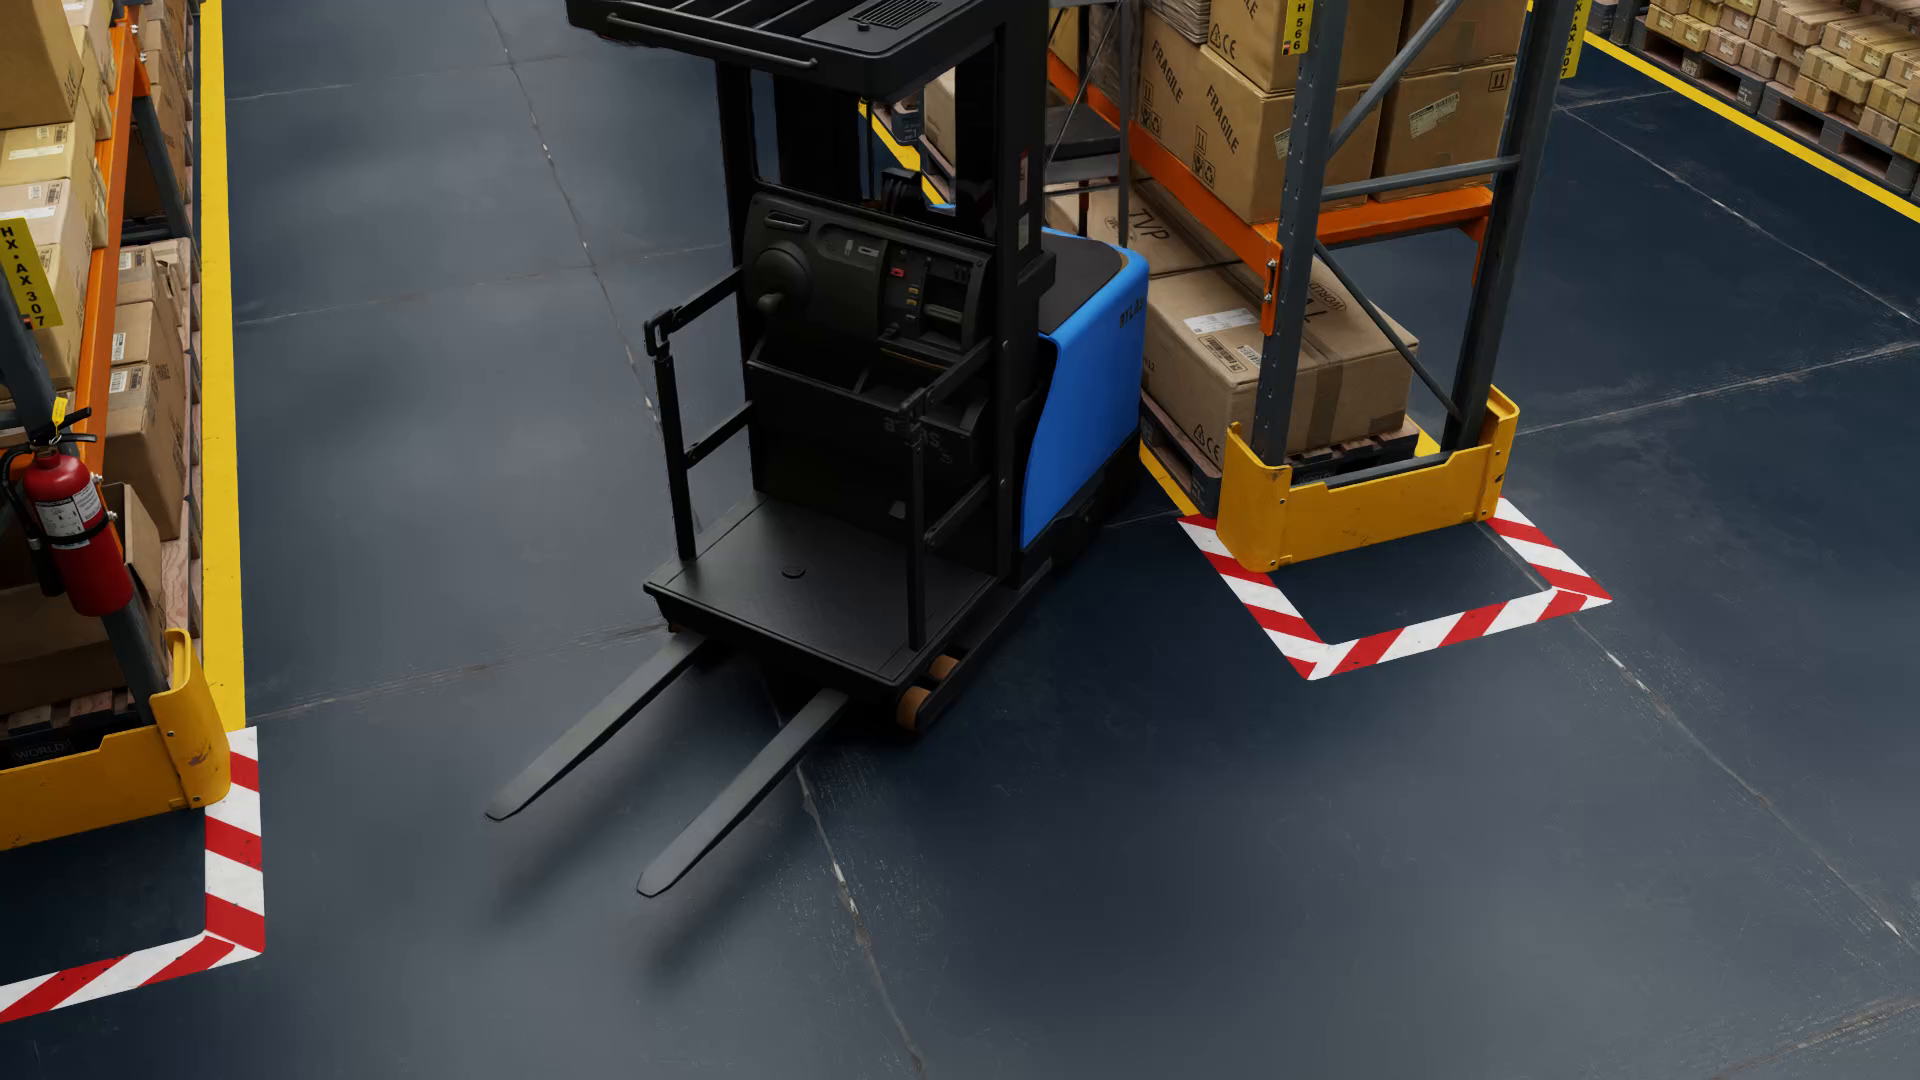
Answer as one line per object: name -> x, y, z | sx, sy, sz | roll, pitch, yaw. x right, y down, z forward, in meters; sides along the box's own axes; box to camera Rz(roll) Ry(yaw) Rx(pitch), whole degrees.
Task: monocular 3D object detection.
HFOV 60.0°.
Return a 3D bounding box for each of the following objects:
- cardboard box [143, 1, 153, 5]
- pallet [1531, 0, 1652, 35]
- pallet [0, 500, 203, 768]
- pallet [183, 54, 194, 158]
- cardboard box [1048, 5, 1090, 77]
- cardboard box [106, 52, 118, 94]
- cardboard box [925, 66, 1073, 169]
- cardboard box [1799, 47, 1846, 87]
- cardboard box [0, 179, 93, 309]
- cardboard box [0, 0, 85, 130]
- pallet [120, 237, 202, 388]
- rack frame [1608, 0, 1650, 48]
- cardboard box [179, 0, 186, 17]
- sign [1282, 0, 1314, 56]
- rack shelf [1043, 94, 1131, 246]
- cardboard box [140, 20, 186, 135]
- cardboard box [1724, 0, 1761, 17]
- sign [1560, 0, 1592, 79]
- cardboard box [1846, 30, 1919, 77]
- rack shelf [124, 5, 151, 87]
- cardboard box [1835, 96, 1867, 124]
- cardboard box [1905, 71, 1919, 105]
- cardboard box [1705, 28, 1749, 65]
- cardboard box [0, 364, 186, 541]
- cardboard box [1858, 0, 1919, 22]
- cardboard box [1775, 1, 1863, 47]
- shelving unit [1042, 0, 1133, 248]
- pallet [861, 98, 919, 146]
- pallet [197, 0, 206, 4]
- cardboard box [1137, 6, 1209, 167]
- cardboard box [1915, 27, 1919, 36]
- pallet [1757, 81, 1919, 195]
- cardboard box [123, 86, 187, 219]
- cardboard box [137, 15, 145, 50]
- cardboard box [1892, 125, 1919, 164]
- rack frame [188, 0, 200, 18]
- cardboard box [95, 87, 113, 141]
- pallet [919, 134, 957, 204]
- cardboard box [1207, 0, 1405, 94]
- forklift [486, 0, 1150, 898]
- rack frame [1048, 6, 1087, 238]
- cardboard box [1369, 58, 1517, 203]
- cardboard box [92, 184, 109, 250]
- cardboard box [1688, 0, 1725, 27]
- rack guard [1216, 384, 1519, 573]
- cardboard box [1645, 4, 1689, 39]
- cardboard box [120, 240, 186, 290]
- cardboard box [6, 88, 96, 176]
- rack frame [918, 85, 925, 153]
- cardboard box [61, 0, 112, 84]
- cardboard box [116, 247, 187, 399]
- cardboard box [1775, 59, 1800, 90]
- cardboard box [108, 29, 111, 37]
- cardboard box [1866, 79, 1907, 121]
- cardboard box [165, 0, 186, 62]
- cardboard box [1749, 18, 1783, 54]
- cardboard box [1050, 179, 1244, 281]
cardboard box -> -4.949, -3.224, 9.726 | 0.380, 0.149, 0.250 | -14, 39, -18
pallet -> 4.592, -3.954, 11.824 | 1.003, 0.211, 1.213 | -12, 39, -16
pallet -> -3.335, 0.364, 6.092 | 1.003, 0.211, 1.213 | -12, 39, -16
pallet -> -5.150, -2.545, 9.953 | 1.003, 0.211, 1.213 | -12, 39, -16
cardboard box -> 0.676, -2.409, 7.372 | 0.500, 0.500, 0.500 | -11, 38, -15
cardboard box -> -3.842, -2.004, 7.127 | 0.380, 0.149, 0.250 | -11, 38, -15
cardboard box -> 0.364, -2.314, 9.110 | 0.875, 0.438, 0.875 | -13, 39, -17
cardboard box -> 5.165, -2.782, 9.723 | 0.380, 0.149, 0.250 | -13, 39, -16
cardboard box -> -3.111, -0.913, 5.346 | 0.500, 0.250, 0.500 | -12, 39, -15
cardboard box -> -3.454, -1.775, 5.868 | 0.500, 0.500, 0.500 | -11, 38, -15
pallet -> -4.175, -1.015, 7.922 | 1.003, 0.211, 1.213 | -12, 39, -16
rack frame -> 4.862, -4.629, 10.402 | 1.000, 3.000, 0.127 | -12, 39, -16
cardboard box -> -5.440, -3.752, 10.966 | 0.500, 0.500, 0.500 | -11, 38, -15
sign -> 1.111, -1.740, 5.407 | 0.100, 0.325, 0.005 | -12, 39, -16
rack shelf -> 0.428, -1.529, 6.983 | 0.431, 0.518, 0.480 | -11, 32, -13
cardboard box -> -4.726, -2.588, 9.421 | 0.500, 0.500, 0.500 | -14, 39, -17
cardboard box -> 4.958, -3.357, 10.240 | 0.380, 0.149, 0.250 | -13, 39, -17
sign -> 2.148, -1.776, 5.829 | 0.100, 0.325, 0.005 | -12, 39, -16
cardboard box -> 5.299, -2.770, 9.460 | 0.380, 0.149, 0.250 | -12, 39, -16
rack shelf -> -5.099, -3.359, 9.315 | 1.077, 0.370, 4.000 | -12, 39, -16
cardboard box -> 5.332, -2.528, 9.634 | 0.380, 0.149, 0.250 | -11, 38, -15
cardboard box -> 5.403, -2.456, 9.043 | 0.380, 0.149, 0.250 | -11, 38, -14
cardboard box -> 4.911, -3.105, 10.400 | 0.380, 0.149, 0.250 | -13, 39, -16
cardboard box -> -3.413, -0.283, 6.361 | 0.700, 0.500, 0.500 | -11, 38, -14
cardboard box -> 5.642, -3.176, 10.000 | 0.380, 0.149, 0.250 | -14, 39, -18
cardboard box -> 5.080, -3.054, 9.837 | 0.380, 0.149, 0.250 | -12, 39, -15
shelving unit -> 0.427, -1.540, 6.976 | 0.431, 2.100, 0.503 | -11, 32, -13
pallet -> -0.088, -2.853, 10.362 | 1.003, 0.211, 1.213 | -12, 39, -16
pallet -> -6.034, -4.136, 12.065 | 1.003, 0.211, 1.213 | -12, 39, -16
cardboard box -> 1.052, -1.831, 6.605 | 0.500, 0.500, 0.500 | -13, 39, -17
cardboard box -> 5.729, -2.864, 9.585 | 0.380, 0.149, 0.250 | -12, 39, -16
pallet -> 5.550, -2.452, 9.830 | 1.003, 0.211, 1.213 | -12, 39, -16
cardboard box -> -4.366, -2.006, 8.649 | 0.500, 0.500, 0.500 | -11, 38, -14
cardboard box -> -4.709, -2.787, 9.146 | 0.380, 0.149, 0.250 | -13, 39, -16
cardboard box -> 5.424, -2.212, 9.213 | 0.380, 0.149, 0.250 | -14, 39, -18
rack frame -> -5.787, -4.777, 10.598 | 1.000, 3.000, 0.127 | -12, 39, -16
cardboard box -> -3.662, -1.712, 6.739 | 0.380, 0.149, 0.250 | -13, 39, -17
pallet -> 0.437, -1.987, 9.213 | 1.003, 0.211, 1.213 | -12, 39, -16
cardboard box -> 1.236, -1.949, 5.931 | 0.500, 0.500, 0.500 | -11, 38, -14
forklift -> -0.435, -0.810, 5.389 | 1.130, 2.935, 3.031 | 20, 41, 24
rack frame -> 0.359, -1.661, 7.177 | 0.400, 2.100, 0.015 | -11, 32, -13
cardboard box -> 1.730, -1.658, 6.374 | 0.500, 0.500, 0.500 | -13, 39, -16
cardboard box -> -3.286, -1.138, 5.976 | 0.380, 0.149, 0.250 | -14, 39, -17
cardboard box -> 4.857, -3.381, 10.519 | 0.380, 0.149, 0.250 | -12, 39, -16
rack guard -> 1.633, -0.275, 6.700 | 1.175, 0.500, 0.348 | -12, 39, -16
cardboard box -> 4.685, -3.386, 10.772 | 0.380, 0.149, 0.250 | -14, 39, -18
cardboard box -> -3.943, -1.292, 7.993 | 0.380, 0.149, 0.250 | -14, 39, -17
cardboard box -> -3.484, -1.483, 6.103 | 0.500, 0.250, 0.500 | -13, 39, -17
rack frame -> 0.249, -3.547, 8.966 | 1.000, 3.000, 0.127 | -12, 39, -16
cardboard box -> -3.820, -2.059, 6.867 | 0.500, 0.250, 0.500 | -12, 39, -16
cardboard box -> -3.770, -0.869, 7.139 | 0.700, 0.500, 0.500 | -14, 39, -18
cardboard box -> 5.171, -2.828, 10.031 | 0.380, 0.149, 0.250 | -14, 39, -18
cardboard box -> -4.064, -2.289, 7.504 | 0.380, 0.149, 0.250 | -12, 39, -15
cardboard box -> 5.347, -2.488, 9.333 | 0.380, 0.149, 0.250 | -11, 38, -14
cardboard box -> -5.095, -3.172, 10.196 | 0.500, 0.500, 0.500 | -11, 38, -14
cardboard box -> 5.065, -3.098, 10.143 | 0.380, 0.149, 0.250 | -14, 39, -18
cardboard box -> 0.981, -1.299, 7.762 | 0.875, 0.438, 0.875 | -11, 38, -15
